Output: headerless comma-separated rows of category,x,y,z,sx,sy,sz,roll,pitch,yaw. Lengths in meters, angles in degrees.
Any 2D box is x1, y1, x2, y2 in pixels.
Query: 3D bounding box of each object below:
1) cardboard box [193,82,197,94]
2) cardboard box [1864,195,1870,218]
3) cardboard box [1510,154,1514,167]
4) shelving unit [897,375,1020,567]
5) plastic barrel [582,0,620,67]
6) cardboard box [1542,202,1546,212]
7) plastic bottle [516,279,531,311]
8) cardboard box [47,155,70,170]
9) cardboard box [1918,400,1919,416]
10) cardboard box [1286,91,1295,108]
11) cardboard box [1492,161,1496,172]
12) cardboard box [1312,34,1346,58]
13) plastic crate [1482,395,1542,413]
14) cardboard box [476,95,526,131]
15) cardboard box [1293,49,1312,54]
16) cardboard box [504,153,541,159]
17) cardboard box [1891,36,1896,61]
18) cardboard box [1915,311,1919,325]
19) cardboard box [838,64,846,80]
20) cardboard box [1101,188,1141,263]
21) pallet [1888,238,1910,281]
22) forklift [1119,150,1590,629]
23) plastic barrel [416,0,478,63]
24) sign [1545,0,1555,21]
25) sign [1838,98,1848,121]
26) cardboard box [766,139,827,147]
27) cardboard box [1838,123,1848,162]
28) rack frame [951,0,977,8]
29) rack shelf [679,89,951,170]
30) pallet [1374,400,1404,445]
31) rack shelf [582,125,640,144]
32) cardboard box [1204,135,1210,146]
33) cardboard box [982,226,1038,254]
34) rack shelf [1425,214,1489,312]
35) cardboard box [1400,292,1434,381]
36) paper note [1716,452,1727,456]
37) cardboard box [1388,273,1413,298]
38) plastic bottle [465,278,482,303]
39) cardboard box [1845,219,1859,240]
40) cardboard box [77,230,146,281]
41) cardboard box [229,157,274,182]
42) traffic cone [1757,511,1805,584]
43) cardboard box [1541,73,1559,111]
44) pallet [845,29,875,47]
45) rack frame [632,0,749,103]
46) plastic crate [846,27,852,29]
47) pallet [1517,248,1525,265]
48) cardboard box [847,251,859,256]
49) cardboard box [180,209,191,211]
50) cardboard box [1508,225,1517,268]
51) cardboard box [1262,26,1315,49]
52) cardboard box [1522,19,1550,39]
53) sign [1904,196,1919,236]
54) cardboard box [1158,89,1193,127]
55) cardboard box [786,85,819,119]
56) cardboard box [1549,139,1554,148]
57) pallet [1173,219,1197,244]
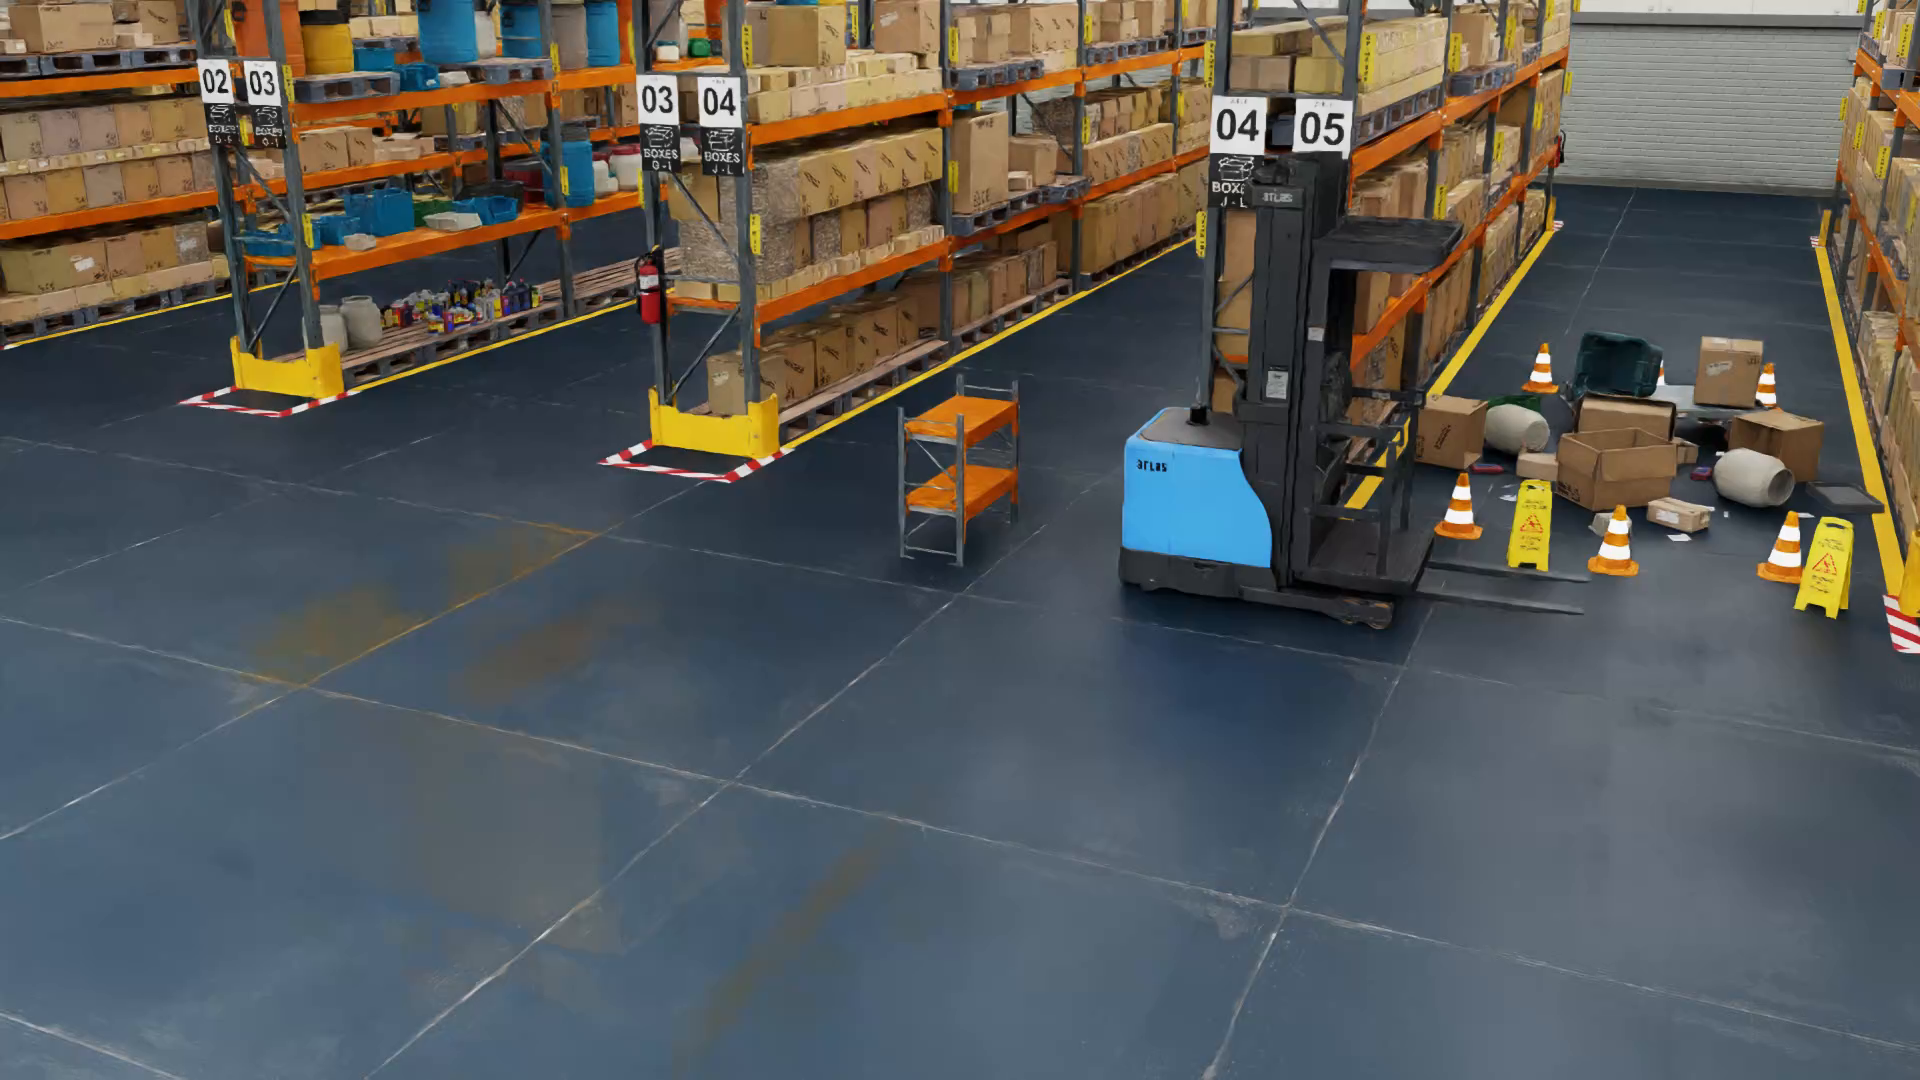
cardboard box,-12.057,-7.367,26.964,0.500,0.250,0.500,9,22,24
cardboard box,10.494,-3.735,18.719,0.500,0.250,0.500,8,21,22
cardboard box,6.997,-4.952,21.666,0.380,0.149,0.250,8,21,23
shelving unit,0.003,-0.532,12.286,0.538,1.125,1.048,9,21,23
plastic barrel,-4.543,-6.357,20.642,0.600,0.901,0.708,9,21,23
cardboard box,8.871,-5.194,25.781,0.380,0.149,0.250,8,21,21
plastic bottle,-5.090,-2.845,19.289,0.144,0.351,0.185,8,21,21
cardboard box,-10.466,-4.339,19.076,0.380,0.149,0.250,8,21,21
cardboard box,7.227,-0.980,12.138,0.380,0.149,0.250,10,22,25
cardboard box,2.310,-3.352,12.540,0.380,0.149,0.250,9,21,24
cardboard box,6.250,-4.536,20.052,0.380,0.149,0.250,9,21,23
cardboard box,2.702,-3.482,11.717,0.380,0.149,0.250,9,21,23
plastic crate,5.037,-1.201,15.479,0.662,0.188,0.450,-14,14,-33
cardboard box,-7.265,-6.732,26.146,0.700,0.500,0.500,13,23,33
cardboard box,2.426,-3.577,12.578,0.500,0.250,0.500,9,21,23
cardboard box,-7.161,-6.211,27.413,0.500,0.250,0.500,9,21,23
cardboard box,10.353,-5.323,18.056,0.396,0.266,0.258,8,21,21
cardboard box,7.993,-1.828,13.507,0.380,0.149,0.250,9,22,24
cardboard box,-1.262,-4.278,15.175,0.380,0.149,0.250,8,21,22
cardboard box,1.741,-4.342,22.745,1.225,0.875,0.875,9,21,23
pallet,9.335,-2.605,15.602,1.003,0.211,1.213,9,21,23
forklift,2.668,-1.002,10.913,3.031,2.935,1.130,8,21,21
plastic barrel,-5.595,-5.680,18.112,0.600,0.901,0.708,9,21,23
sign,7.697,-6.944,21.682,0.100,0.325,0.005,9,21,23
sign,12.880,-6.274,24.225,0.100,0.325,0.005,9,21,23
cardboard box,-1.590,-3.538,15.856,0.500,0.500,0.500,9,21,23
cardboard box,12.926,-5.691,23.845,0.500,0.500,0.500,8,21,22
rack frame,-0.175,-10.617,28.893,1.000,3.000,0.127,9,21,23
rack shelf,-1.390,-3.906,15.571,1.077,0.370,4.000,9,21,23
pallet,3.530,-1.196,15.516,1.003,0.211,1.213,9,21,23
rack shelf,-5.512,-7.521,30.214,1.077,0.370,4.000,9,21,23
cardboard box,3.660,-6.211,25.832,0.380,0.149,0.250,9,21,23
cardboard box,0.612,-3.676,20.283,0.500,0.250,0.500,11,22,29
rack shelf,4.732,-3.004,17.512,1.077,0.370,4.000,9,21,23
cardboard box,4.085,-2.071,16.547,1.050,0.750,0.750,8,21,22
paper note,6.697,-0.756,14.549,0.148,0.019,0.142,9,21,23
cardboard box,3.568,-2.516,14.844,0.875,0.550,0.550,9,21,23
plastic bottle,-5.667,-2.872,19.364,0.144,0.351,0.185,9,21,23
cardboard box,12.838,-4.246,23.127,0.875,0.438,0.875,9,22,24
cardboard box,-10.206,-3.428,19.988,0.500,0.500,0.500,9,21,23
cardboard box,-9.445,-4.889,21.963,0.500,0.250,0.500,10,22,26
traffic cone,5.831,0.027,11.703,0.336,0.463,0.334,9,21,23
cardboard box,8.454,-6.569,24.378,0.500,0.500,0.500,10,22,25
pallet,-2.045,-7.639,25.278,1.213,0.211,1.003,9,21,23
rack frame,-2.209,-5.047,13.229,1.000,3.000,0.127,9,21,23
plastic crate,-1.916,-8.052,26.474,0.450,0.188,0.662,9,21,23
pallet,7.432,-4.073,23.607,1.003,0.211,1.213,9,21,23
cardboard box,-1.190,-2.696,15.948,0.380,0.149,0.250,9,21,23
cardboard box,-12.737,-5.507,26.550,0.700,0.500,0.500,9,21,23
cardboard box,7.116,-3.936,22.164,0.500,0.500,0.500,8,21,22
cardboard box,2.520,-3.884,12.845,0.380,0.149,0.250,9,21,23
cardboard box,7.605,-6.869,22.309,0.500,0.250,0.500,9,22,24
sign,7.962,-2.704,13.866,0.100,0.325,0.005,9,21,23
cardboard box,3.135,-6.422,24.712,0.500,0.500,0.500,9,21,23
cardboard box,-1.570,-3.833,14.517,0.500,0.250,0.500,8,21,21
cardboard box,8.951,-6.143,25.640,0.380,0.149,0.250,9,21,23
pallet,3.088,-4.796,25.640,1.003,0.211,1.213,9,21,23
